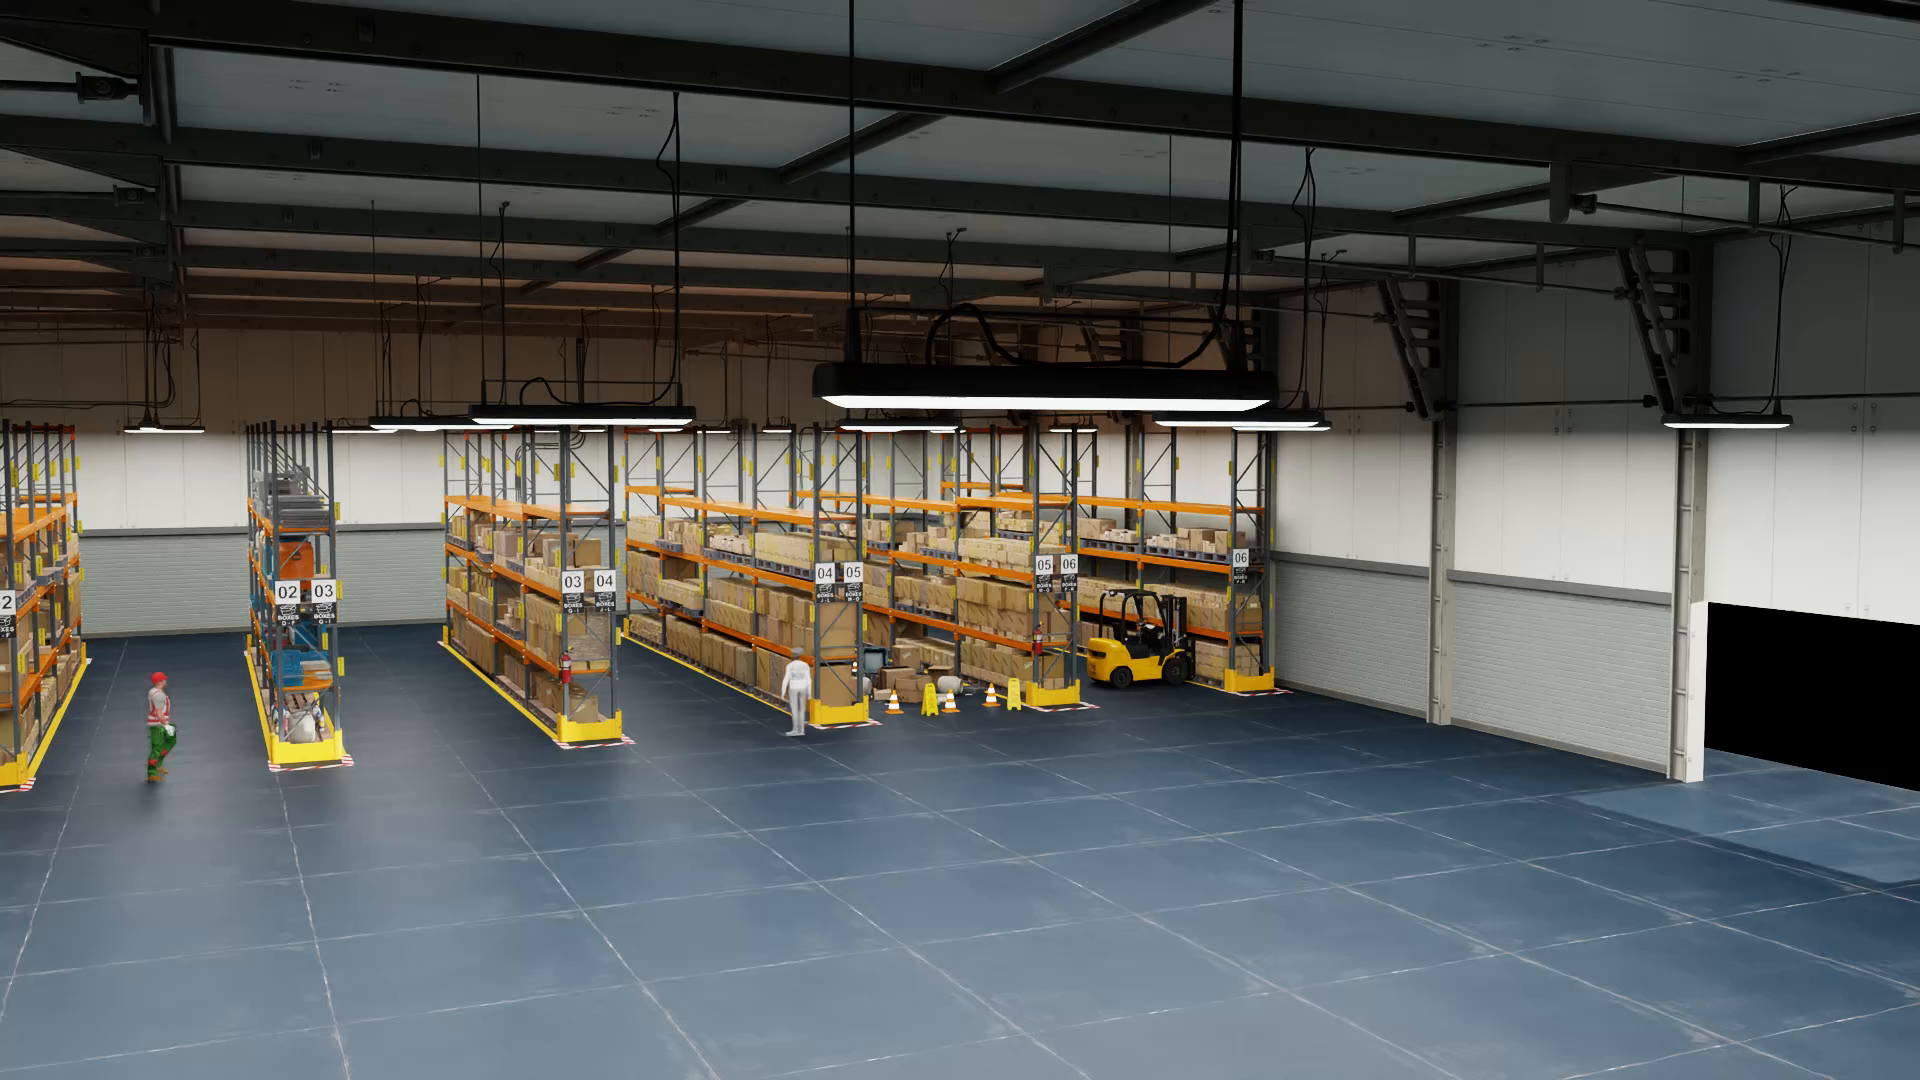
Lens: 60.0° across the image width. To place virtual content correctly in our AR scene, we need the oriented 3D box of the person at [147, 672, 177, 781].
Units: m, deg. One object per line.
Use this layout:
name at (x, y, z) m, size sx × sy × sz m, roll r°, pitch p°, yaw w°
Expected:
person at (-13.312, 3.090, 27.767) m, size 0.468 × 1.789 × 0.685 m, roll -1°, pitch 4°, yaw -16°

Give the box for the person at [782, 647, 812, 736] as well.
person at (-3.115, 2.908, 31.738) m, size 0.567 × 1.714 × 0.395 m, roll -1°, pitch 4°, yaw -14°
